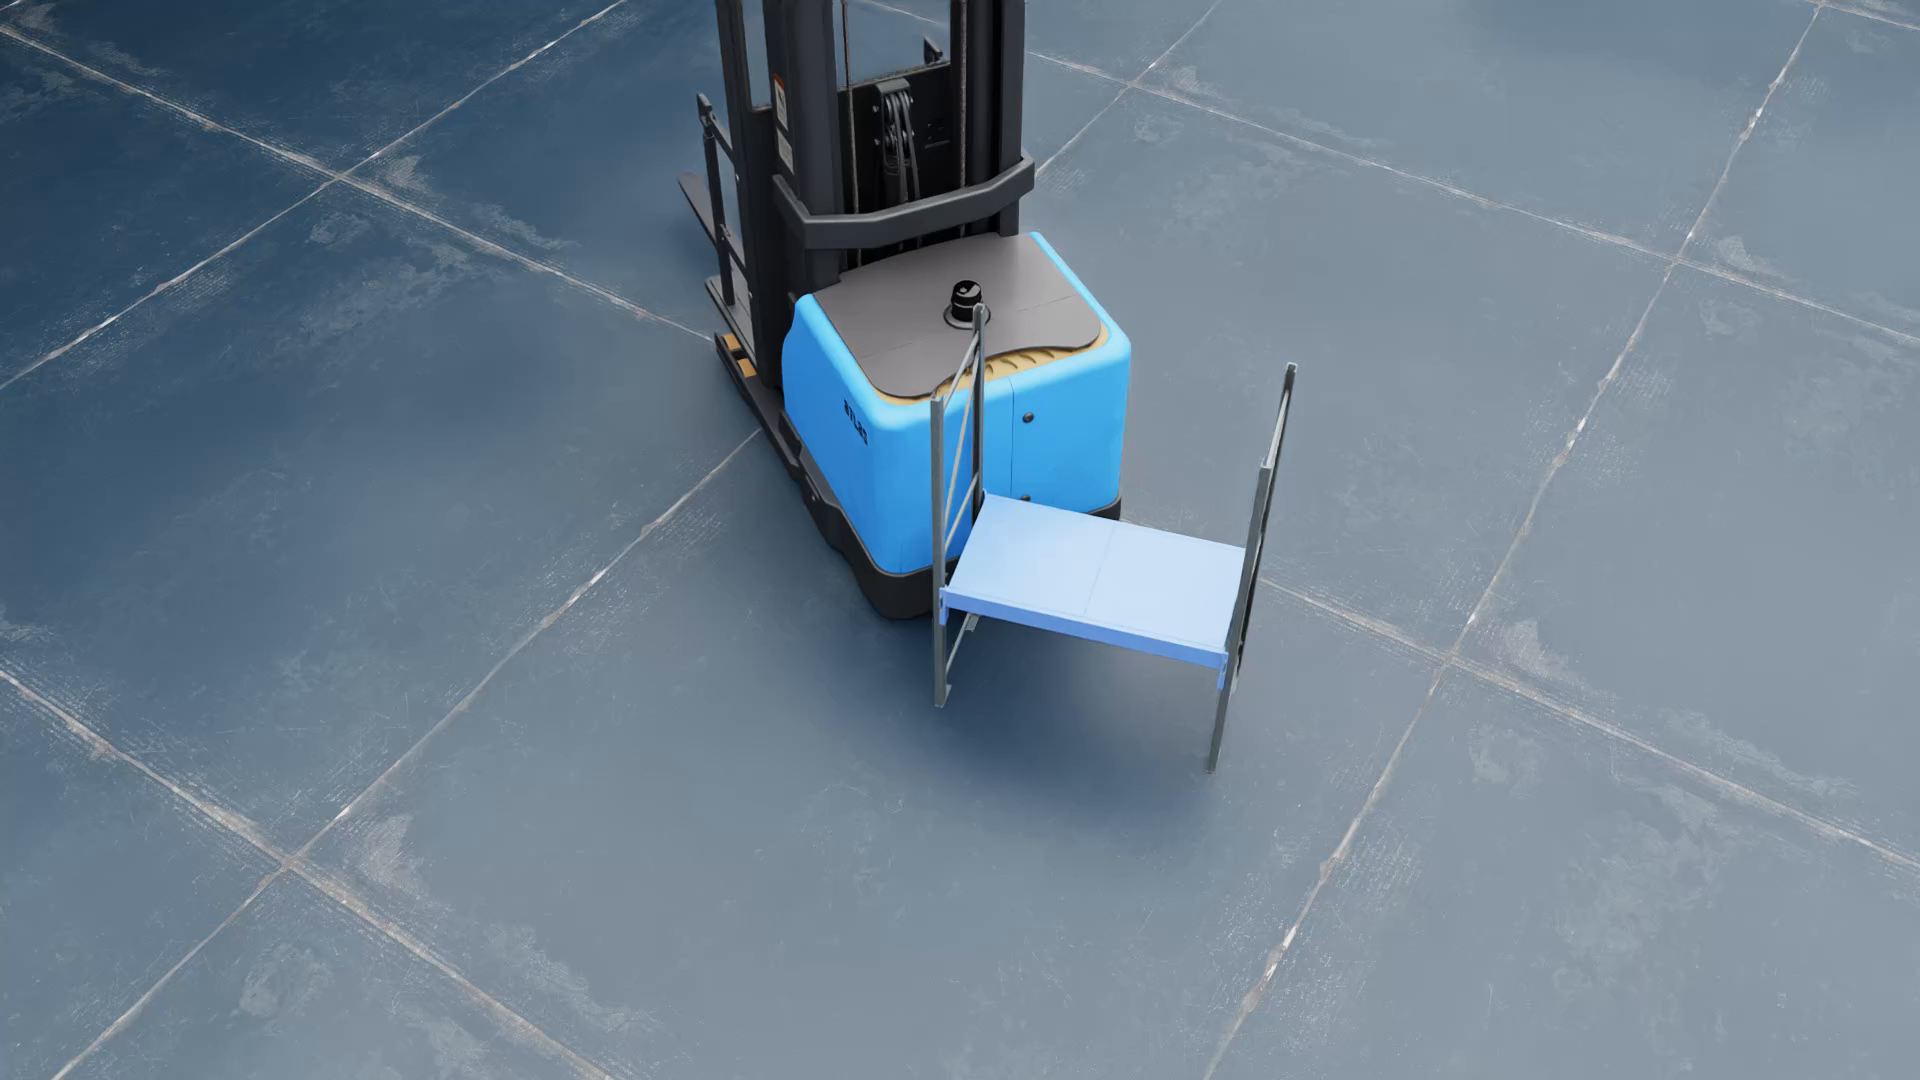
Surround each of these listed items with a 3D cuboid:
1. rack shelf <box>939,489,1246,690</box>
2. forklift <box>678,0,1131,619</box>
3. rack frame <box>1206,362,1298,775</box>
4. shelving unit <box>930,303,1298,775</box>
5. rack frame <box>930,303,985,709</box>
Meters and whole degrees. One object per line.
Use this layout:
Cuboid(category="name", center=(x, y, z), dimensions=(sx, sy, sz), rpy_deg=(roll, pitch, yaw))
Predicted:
Cuboid(category="rack shelf", center=(0.481, 0.159, 5.800), dimensions=(1.000, 0.185, 0.538), rpy_deg=(12, 47, 12))
Cuboid(category="forklift", center=(-0.446, -1.786, 6.442), dimensions=(1.130, 2.935, 3.031), rpy_deg=(-18, 49, -17))
Cuboid(category="rack frame", center=(0.967, 0.141, 5.568), dimensions=(0.032, 1.500, 0.500), rpy_deg=(12, 47, 12))
Cuboid(category="shelving unit", center=(0.481, 0.034, 5.671), dimensions=(1.048, 1.500, 0.538), rpy_deg=(12, 47, 12))
Cuboid(category="rack frame", center=(-0.005, -0.073, 5.775), dimensions=(0.032, 1.500, 0.500), rpy_deg=(12, 47, 12))
